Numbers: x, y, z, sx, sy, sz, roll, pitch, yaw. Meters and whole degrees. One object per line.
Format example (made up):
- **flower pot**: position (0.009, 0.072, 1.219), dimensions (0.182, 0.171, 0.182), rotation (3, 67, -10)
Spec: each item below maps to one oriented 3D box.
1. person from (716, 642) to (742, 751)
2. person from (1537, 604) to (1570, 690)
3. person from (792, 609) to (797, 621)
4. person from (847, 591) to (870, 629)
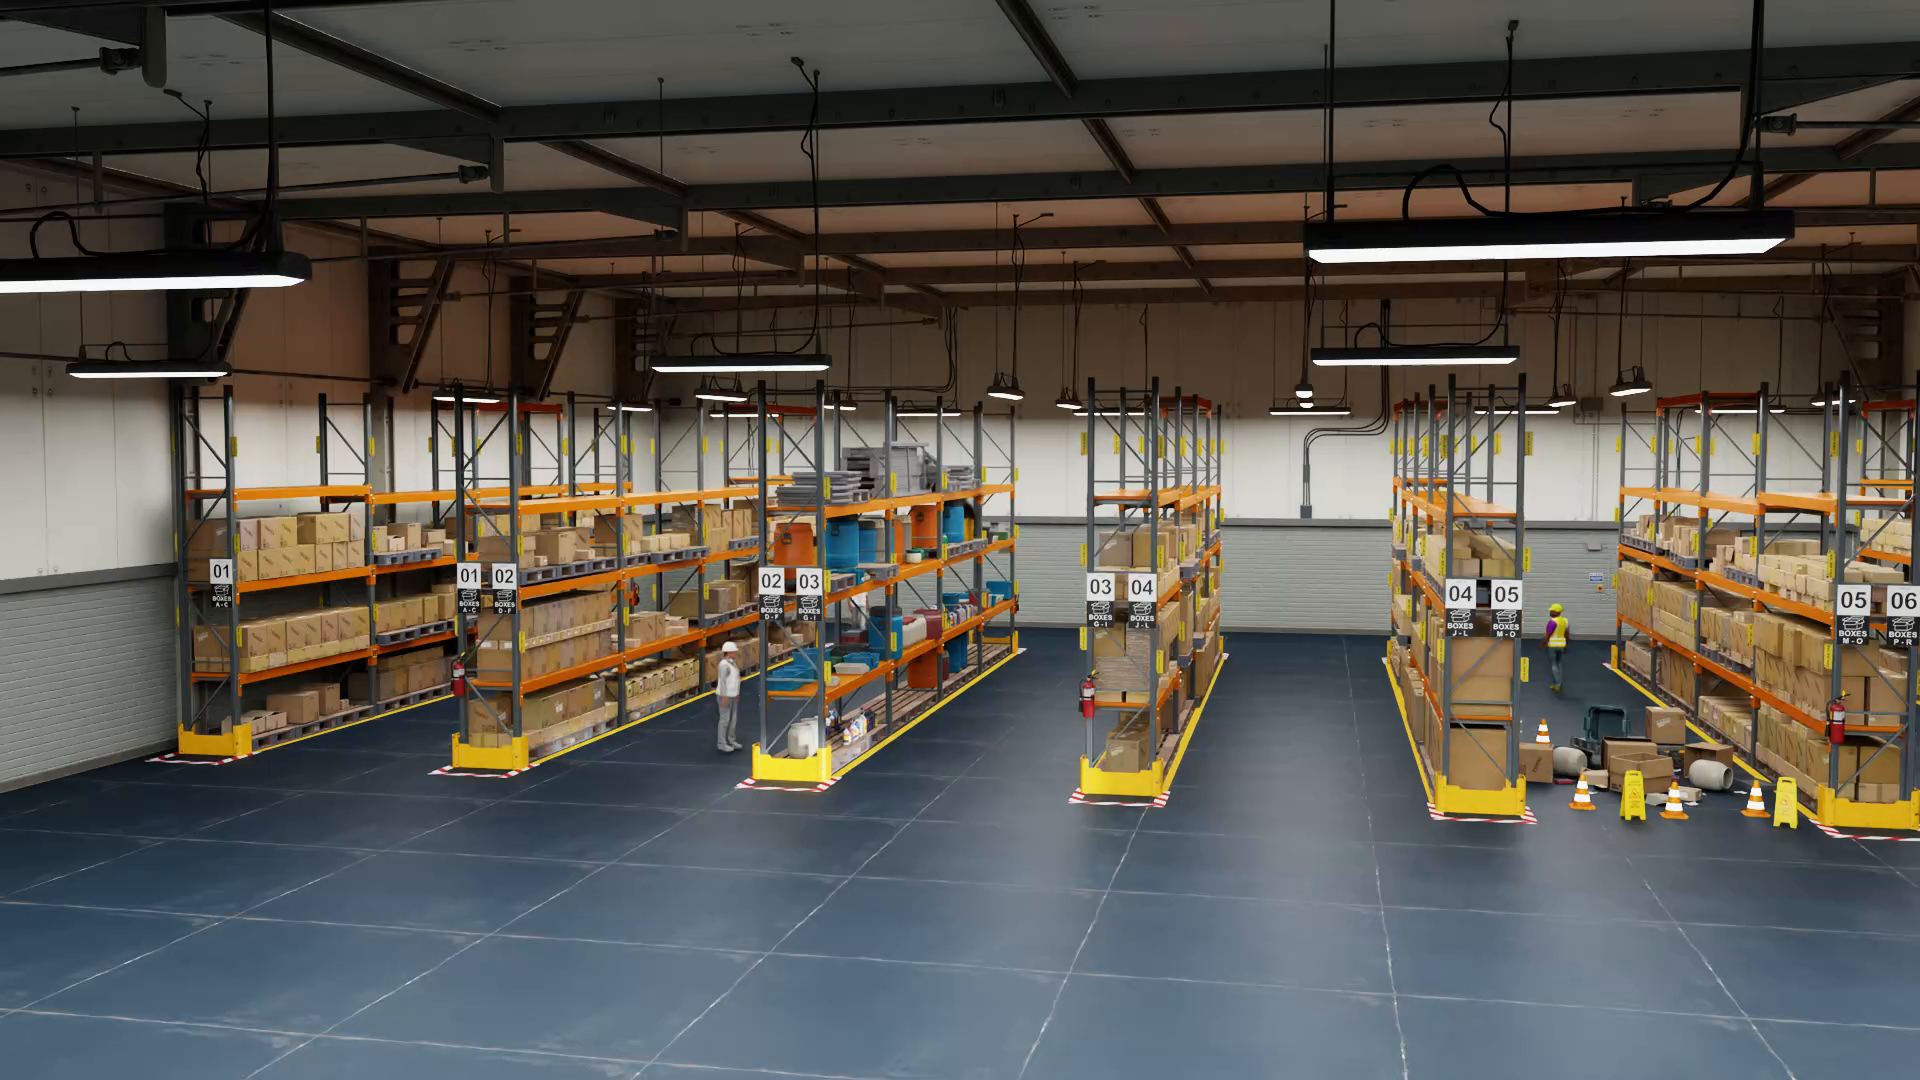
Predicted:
- **person**: position (-3.814, 2.571, 27.464), dimensions (0.409, 1.790, 0.557), rotation (1, 3, 11)
- **person**: position (12.210, 2.212, 34.124), dimensions (0.643, 1.804, 0.609), rotation (0, 3, -6)
- **person**: position (-4.041, 1.714, 42.857), dimensions (0.847, 1.761, 0.642), rotation (0, 3, -1)
- **person**: position (-2.652, 1.715, 43.484), dimensions (0.610, 1.735, 0.975), rotation (0, 3, -8)
